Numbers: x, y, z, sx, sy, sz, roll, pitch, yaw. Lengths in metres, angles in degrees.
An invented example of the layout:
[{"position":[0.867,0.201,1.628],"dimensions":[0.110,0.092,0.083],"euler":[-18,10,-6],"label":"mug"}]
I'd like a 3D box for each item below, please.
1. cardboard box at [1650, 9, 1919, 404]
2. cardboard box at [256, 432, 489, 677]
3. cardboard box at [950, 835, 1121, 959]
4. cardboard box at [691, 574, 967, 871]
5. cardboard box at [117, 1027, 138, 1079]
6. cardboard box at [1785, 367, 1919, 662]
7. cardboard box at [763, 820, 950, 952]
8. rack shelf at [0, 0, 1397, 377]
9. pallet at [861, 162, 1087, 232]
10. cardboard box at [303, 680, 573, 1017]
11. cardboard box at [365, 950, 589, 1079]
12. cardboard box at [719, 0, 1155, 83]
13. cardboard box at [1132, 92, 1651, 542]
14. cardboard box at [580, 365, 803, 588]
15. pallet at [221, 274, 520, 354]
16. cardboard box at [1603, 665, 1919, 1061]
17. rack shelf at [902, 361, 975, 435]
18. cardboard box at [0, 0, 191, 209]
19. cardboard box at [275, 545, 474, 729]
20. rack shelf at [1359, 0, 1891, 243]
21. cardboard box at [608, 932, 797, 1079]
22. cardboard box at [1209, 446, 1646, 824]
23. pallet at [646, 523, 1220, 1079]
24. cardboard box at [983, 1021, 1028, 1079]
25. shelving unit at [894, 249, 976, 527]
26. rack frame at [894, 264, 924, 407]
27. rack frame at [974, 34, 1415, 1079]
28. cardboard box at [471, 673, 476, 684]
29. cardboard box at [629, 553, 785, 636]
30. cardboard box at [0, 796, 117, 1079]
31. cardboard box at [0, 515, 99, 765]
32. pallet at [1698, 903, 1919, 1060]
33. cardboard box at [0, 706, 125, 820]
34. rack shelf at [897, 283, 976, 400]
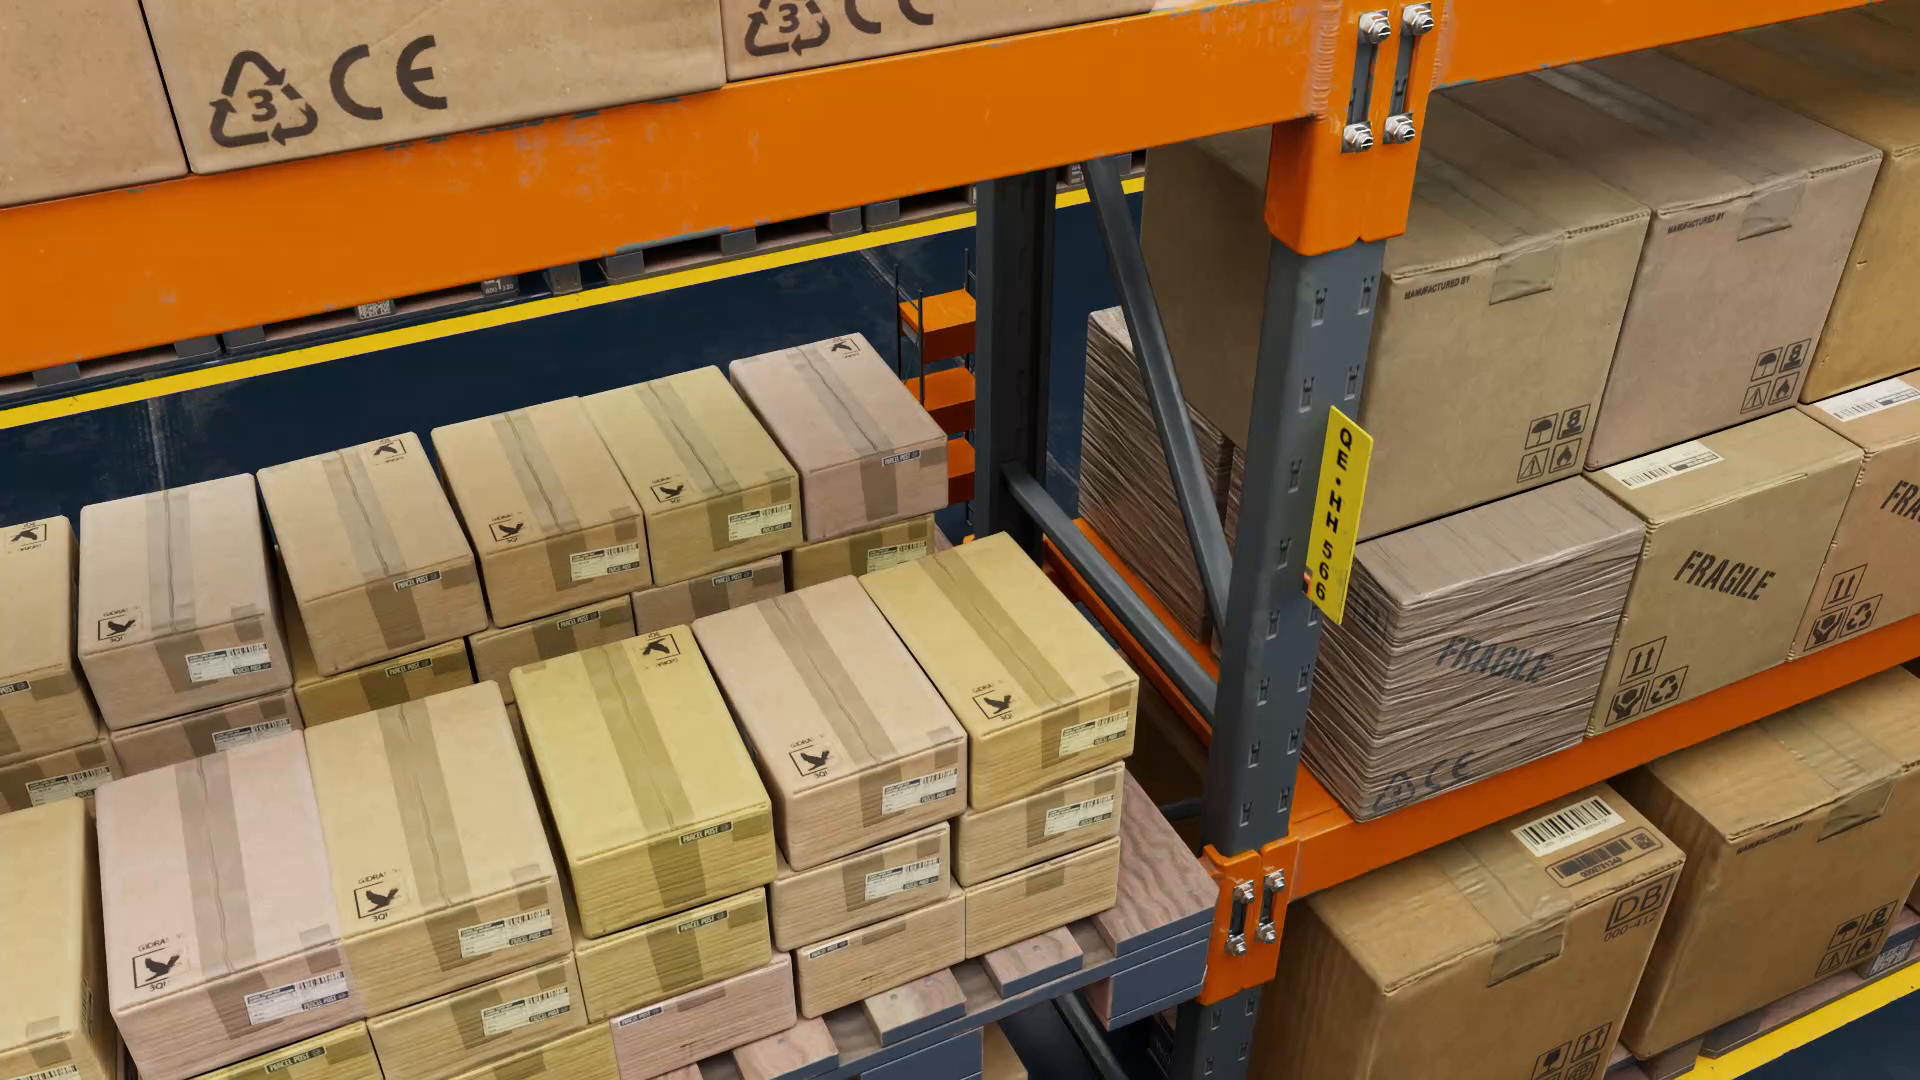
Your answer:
[{"position":[1.626,-0.699,3.251],"dimensions":[0.500,0.500,0.700],"euler":[-16,40,-21],"label":"cardboard box"},{"position":[-0.912,0.013,2.574],"dimensions":[0.250,0.149,0.380],"euler":[-17,40,-22],"label":"cardboard box"},{"position":[0.043,0.416,2.529],"dimensions":[0.250,0.149,0.380],"euler":[-15,39,-19],"label":"cardboard box"},{"position":[-0.183,0.238,2.270],"dimensions":[0.250,0.149,0.380],"euler":[-16,39,-20],"label":"cardboard box"},{"position":[-1.126,0.622,2.002],"dimensions":[0.250,0.149,0.380],"euler":[-15,39,-19],"label":"cardboard box"},{"position":[1.731,-0.155,3.357],"dimensions":[0.500,0.500,0.500],"euler":[-16,39,-20],"label":"cardboard box"},{"position":[-0.200,0.363,2.351],"dimensions":[0.250,0.149,0.380],"euler":[-14,39,-18],"label":"cardboard box"},{"position":[-1.516,-0.298,1.720],"dimensions":[4.000,0.370,1.077],"euler":[-16,39,-20],"label":"rack shelf"},{"position":[-0.090,-1.916,8.156],"dimensions":[1.213,0.211,1.003],"euler":[-16,39,-20],"label":"pallet"},{"position":[-0.660,0.374,2.087],"dimensions":[0.250,0.149,0.380],"euler":[-14,39,-19],"label":"cardboard box"},{"position":[-0.664,0.494,2.175],"dimensions":[0.250,0.149,0.380],"euler":[-16,39,-20],"label":"cardboard box"},{"position":[-0.115,-0.852,1.779],"dimensions":[0.500,0.500,0.500],"euler":[-16,39,-20],"label":"cardboard box"},{"position":[0.705,-0.439,2.900],"dimensions":[0.500,0.500,0.700],"euler":[-16,39,-20],"label":"cardboard box"},{"position":[-0.449,-0.114,2.744],"dimensions":[0.250,0.149,0.380],"euler":[-17,40,-21],"label":"cardboard box"},{"position":[-2.646,-1.254,7.263],"dimensions":[1.213,0.211,1.003],"euler":[-16,39,-20],"label":"pallet"},{"position":[1.674,0.517,4.070],"dimensions":[0.750,0.750,1.050],"euler":[-15,39,-19],"label":"cardboard box"},{"position":[-0.048,-0.400,5.425],"dimensions":[0.240,0.259,0.215],"euler":[-16,39,-20],"label":"rack shelf"},{"position":[-1.016,-0.594,1.431],"dimensions":[0.500,0.500,0.500],"euler":[-16,39,-20],"label":"cardboard box"},{"position":[-0.942,0.141,2.650],"dimensions":[0.250,0.149,0.380],"euler":[-15,39,-20],"label":"cardboard box"},{"position":[2.105,-1.311,3.085],"dimensions":[4.000,0.370,1.077],"euler":[-16,39,-20],"label":"rack shelf"},{"position":[-0.415,0.543,2.358],"dimensions":[0.250,0.149,0.380],"euler":[-15,39,-19],"label":"cardboard box"},{"position":[0.815,0.103,3.009],"dimensions":[0.500,0.500,0.500],"euler":[-15,39,-19],"label":"cardboard box"},{"position":[-0.306,0.426,2.819],"dimensions":[1.003,0.211,1.213],"euler":[-16,39,-20],"label":"pallet"},{"position":[-0.213,0.960,3.054],"dimensions":[0.500,0.250,0.500],"euler":[-17,40,-21],"label":"cardboard box"},{"position":[-0.048,-0.408,5.419],"dimensions":[0.252,1.050,0.215],"euler":[-16,39,-20],"label":"shelving unit"},{"position":[-0.159,-0.377,5.377],"dimensions":[0.008,1.050,0.200],"euler":[-16,39,-20],"label":"rack frame"},{"position":[0.294,0.111,3.082],"dimensions":[0.127,3.000,1.000],"euler":[-16,39,-20],"label":"rack frame"},{"position":[-0.927,0.253,2.749],"dimensions":[0.250,0.149,0.380],"euler":[-14,39,-18],"label":"cardboard box"},{"position":[-0.473,0.008,2.830],"dimensions":[0.250,0.149,0.380],"euler":[-14,39,-18],"label":"cardboard box"},{"position":[-1.126,0.502,1.914],"dimensions":[0.250,0.149,0.380],"euler":[-14,39,-18],"label":"cardboard box"},{"position":[-1.395,0.151,2.388],"dimensions":[0.250,0.149,0.380],"euler":[-14,39,-19],"label":"cardboard box"},{"position":[2.143,0.766,4.540],"dimensions":[1.213,0.211,1.003],"euler":[-16,39,-20],"label":"pallet"},{"position":[-1.394,0.265,2.484],"dimensions":[0.250,0.149,0.380],"euler":[-16,39,-20],"label":"cardboard box"},{"position":[-0.048,-0.628,5.256],"dimensions":[0.240,0.259,0.215],"euler":[-16,39,-20],"label":"rack shelf"}]
